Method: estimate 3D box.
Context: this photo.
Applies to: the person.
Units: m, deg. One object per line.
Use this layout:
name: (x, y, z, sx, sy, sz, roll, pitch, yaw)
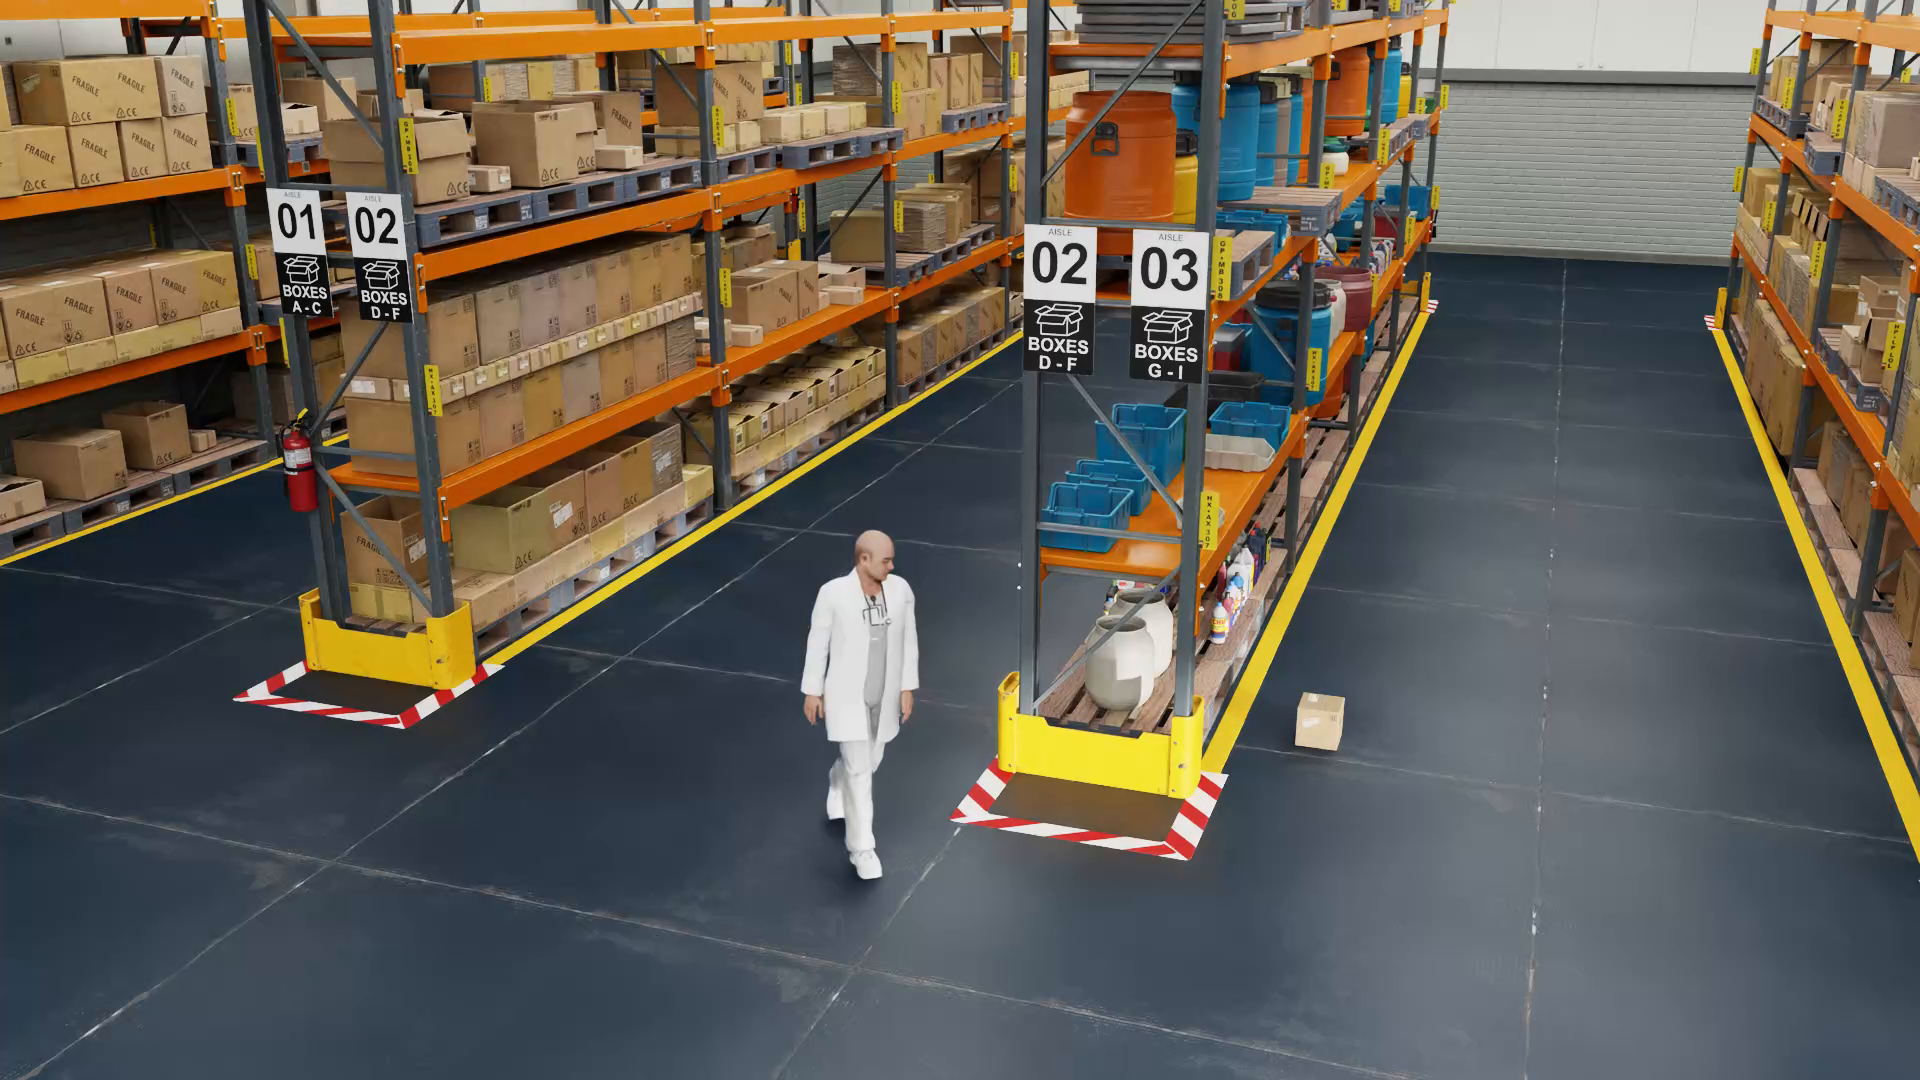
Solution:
person: (-0.500, 0.792, 8.702, 0.621, 1.737, 0.978, -9, 20, -26)
